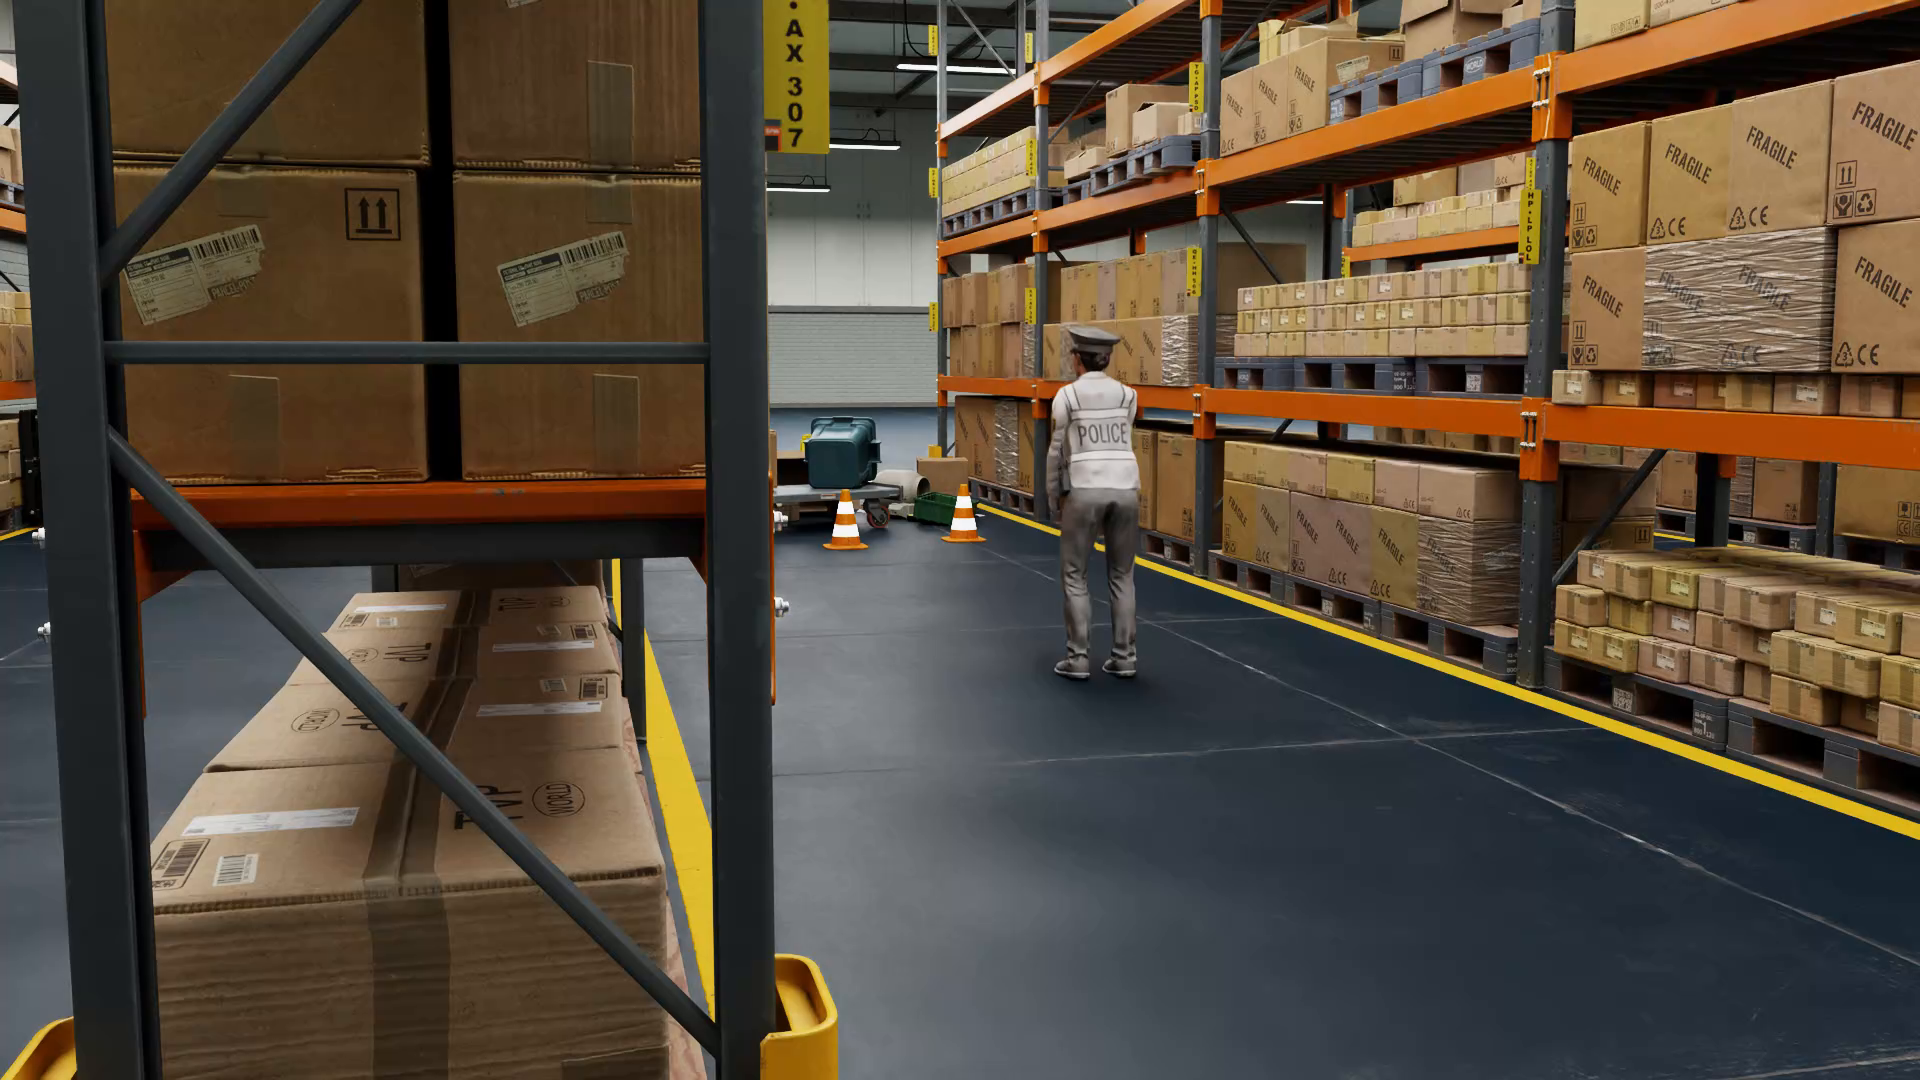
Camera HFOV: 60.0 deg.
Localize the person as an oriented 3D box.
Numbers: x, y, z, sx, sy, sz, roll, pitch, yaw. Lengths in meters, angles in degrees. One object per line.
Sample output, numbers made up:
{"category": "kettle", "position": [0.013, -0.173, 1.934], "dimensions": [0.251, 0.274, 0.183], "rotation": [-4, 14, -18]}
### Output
{"category": "person", "position": [0.637, -0.198, 7.872], "dimensions": [0.460, 1.686, 0.563], "rotation": [-2, 6, -14]}
